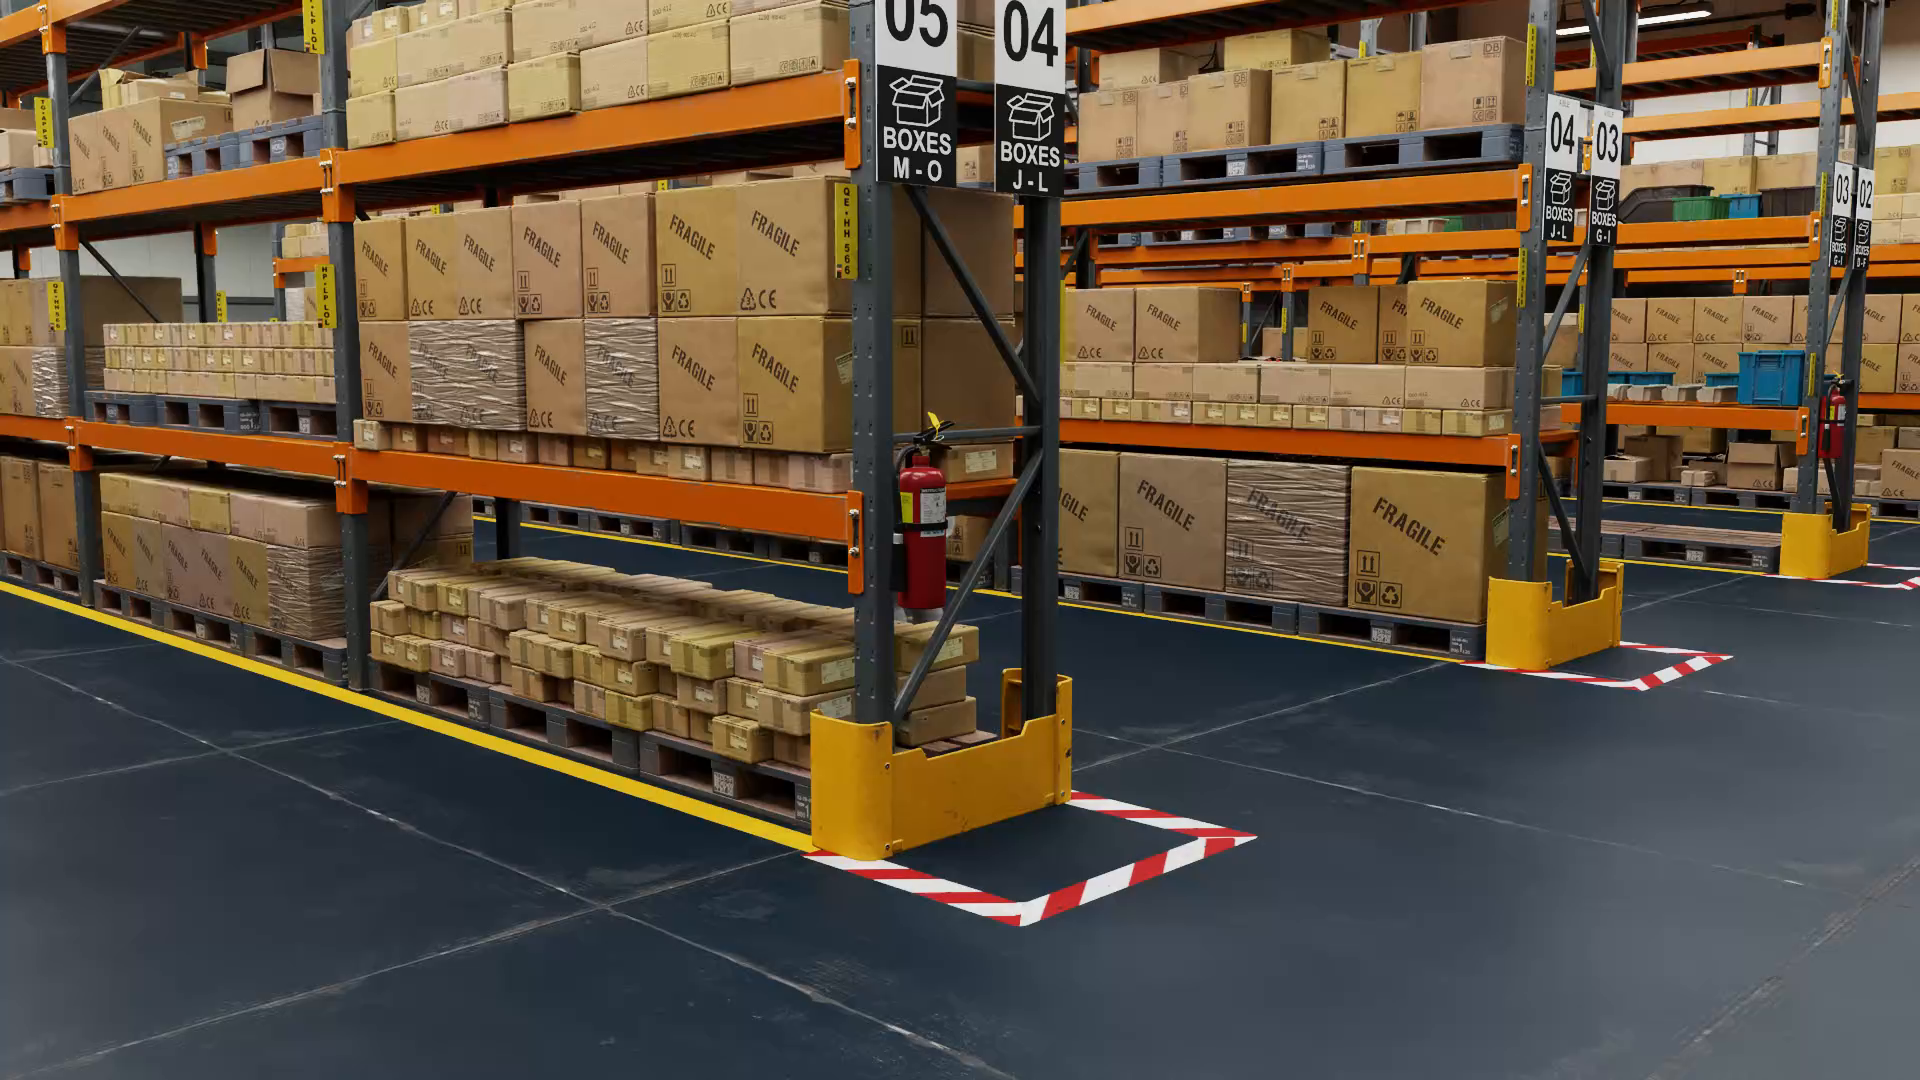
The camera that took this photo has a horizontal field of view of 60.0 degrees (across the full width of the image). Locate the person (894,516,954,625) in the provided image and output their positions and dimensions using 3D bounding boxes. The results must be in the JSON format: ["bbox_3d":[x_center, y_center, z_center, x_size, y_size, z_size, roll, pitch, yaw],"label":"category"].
[{"bbox_3d":[-0.265,-0.048,8.604,0.429,1.750,0.605,6,9,40],"label":"person"}]
